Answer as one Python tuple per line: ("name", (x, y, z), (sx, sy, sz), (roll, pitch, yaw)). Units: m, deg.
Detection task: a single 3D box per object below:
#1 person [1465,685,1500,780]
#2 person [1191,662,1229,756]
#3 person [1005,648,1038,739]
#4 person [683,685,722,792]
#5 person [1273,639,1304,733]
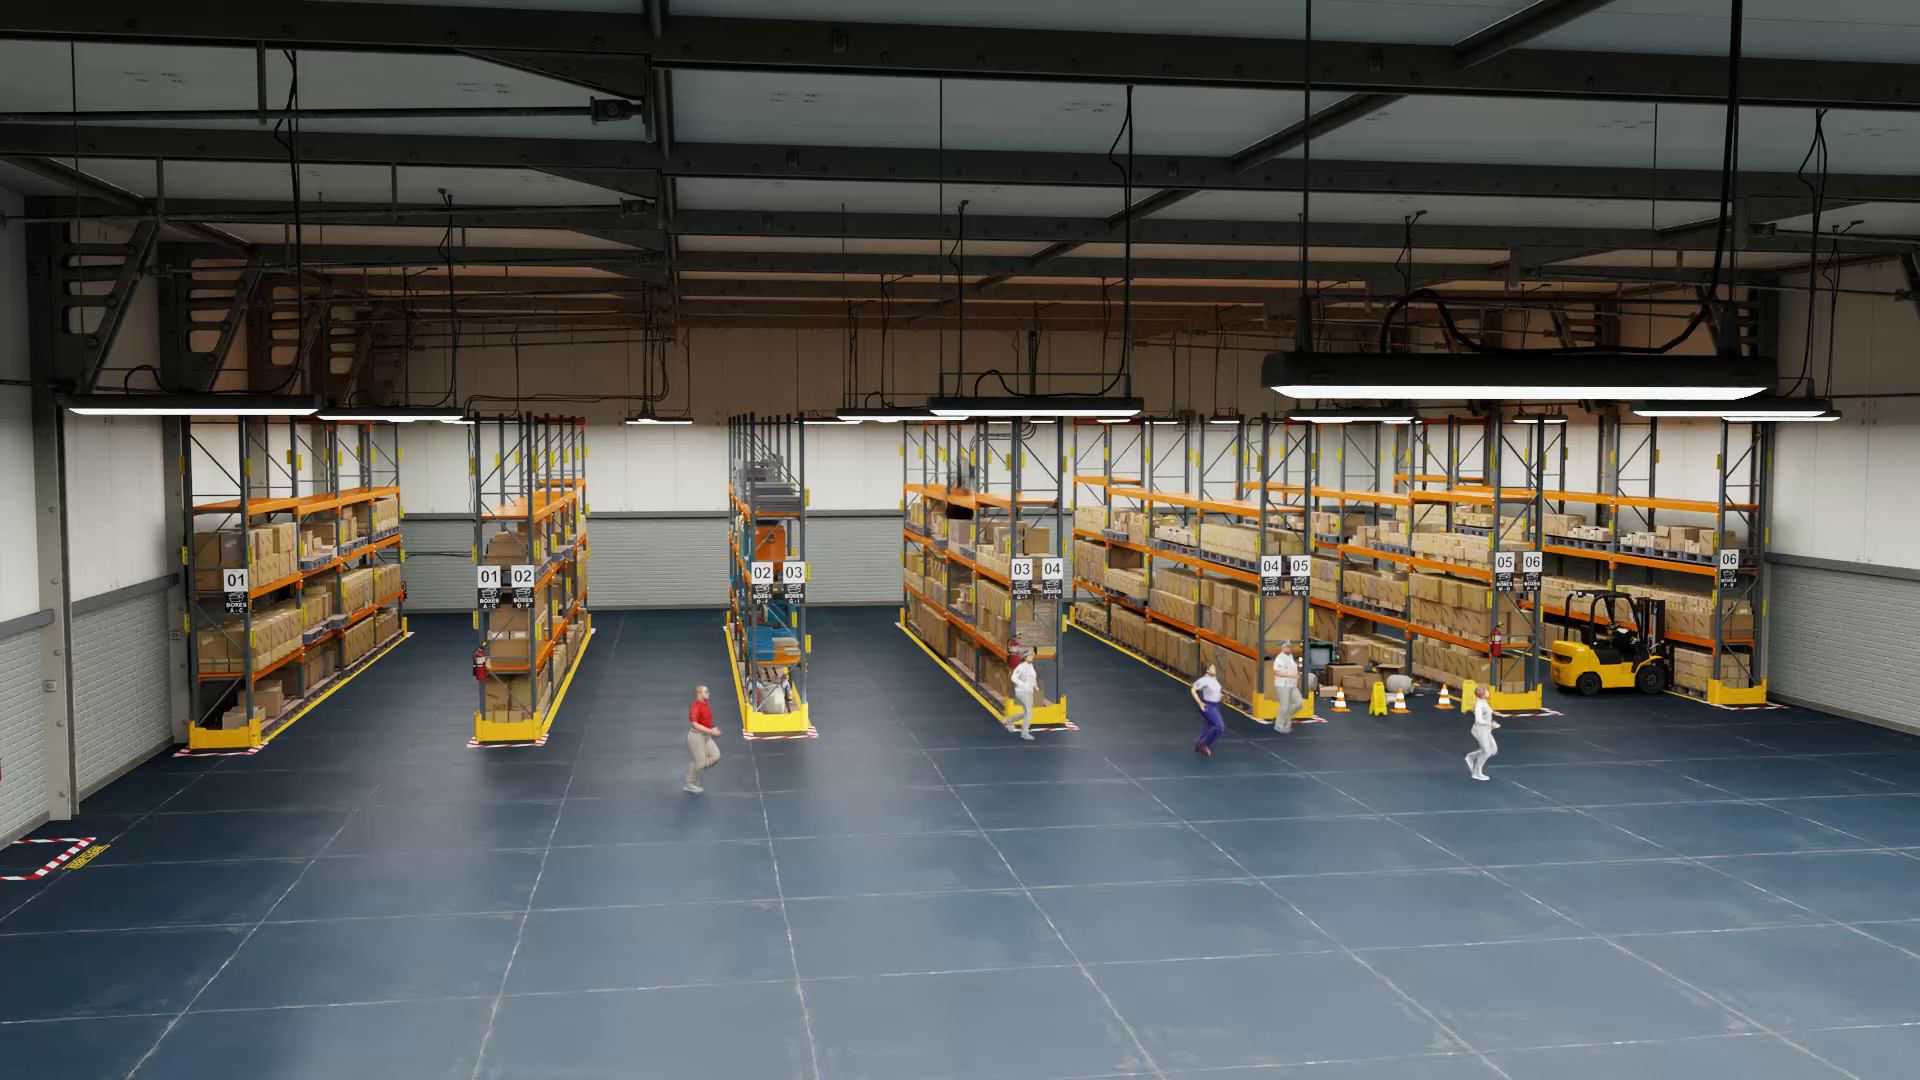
("person", (8.462, 3.115, 26.937), (0.563, 1.554, 0.555), (2, 4, 30))
("person", (4.368, 2.950, 28.898), (0.642, 1.600, 0.586), (2, 4, 30))
("person", (1.160, 2.825, 30.748), (0.660, 1.662, 0.655), (3, 5, 35))
("person", (-4.017, 3.107, 26.068), (0.661, 1.678, 0.647), (1, 4, 11))
("person", (6.177, 2.738, 31.137), (0.611, 1.784, 0.711), (4, 5, 43))
